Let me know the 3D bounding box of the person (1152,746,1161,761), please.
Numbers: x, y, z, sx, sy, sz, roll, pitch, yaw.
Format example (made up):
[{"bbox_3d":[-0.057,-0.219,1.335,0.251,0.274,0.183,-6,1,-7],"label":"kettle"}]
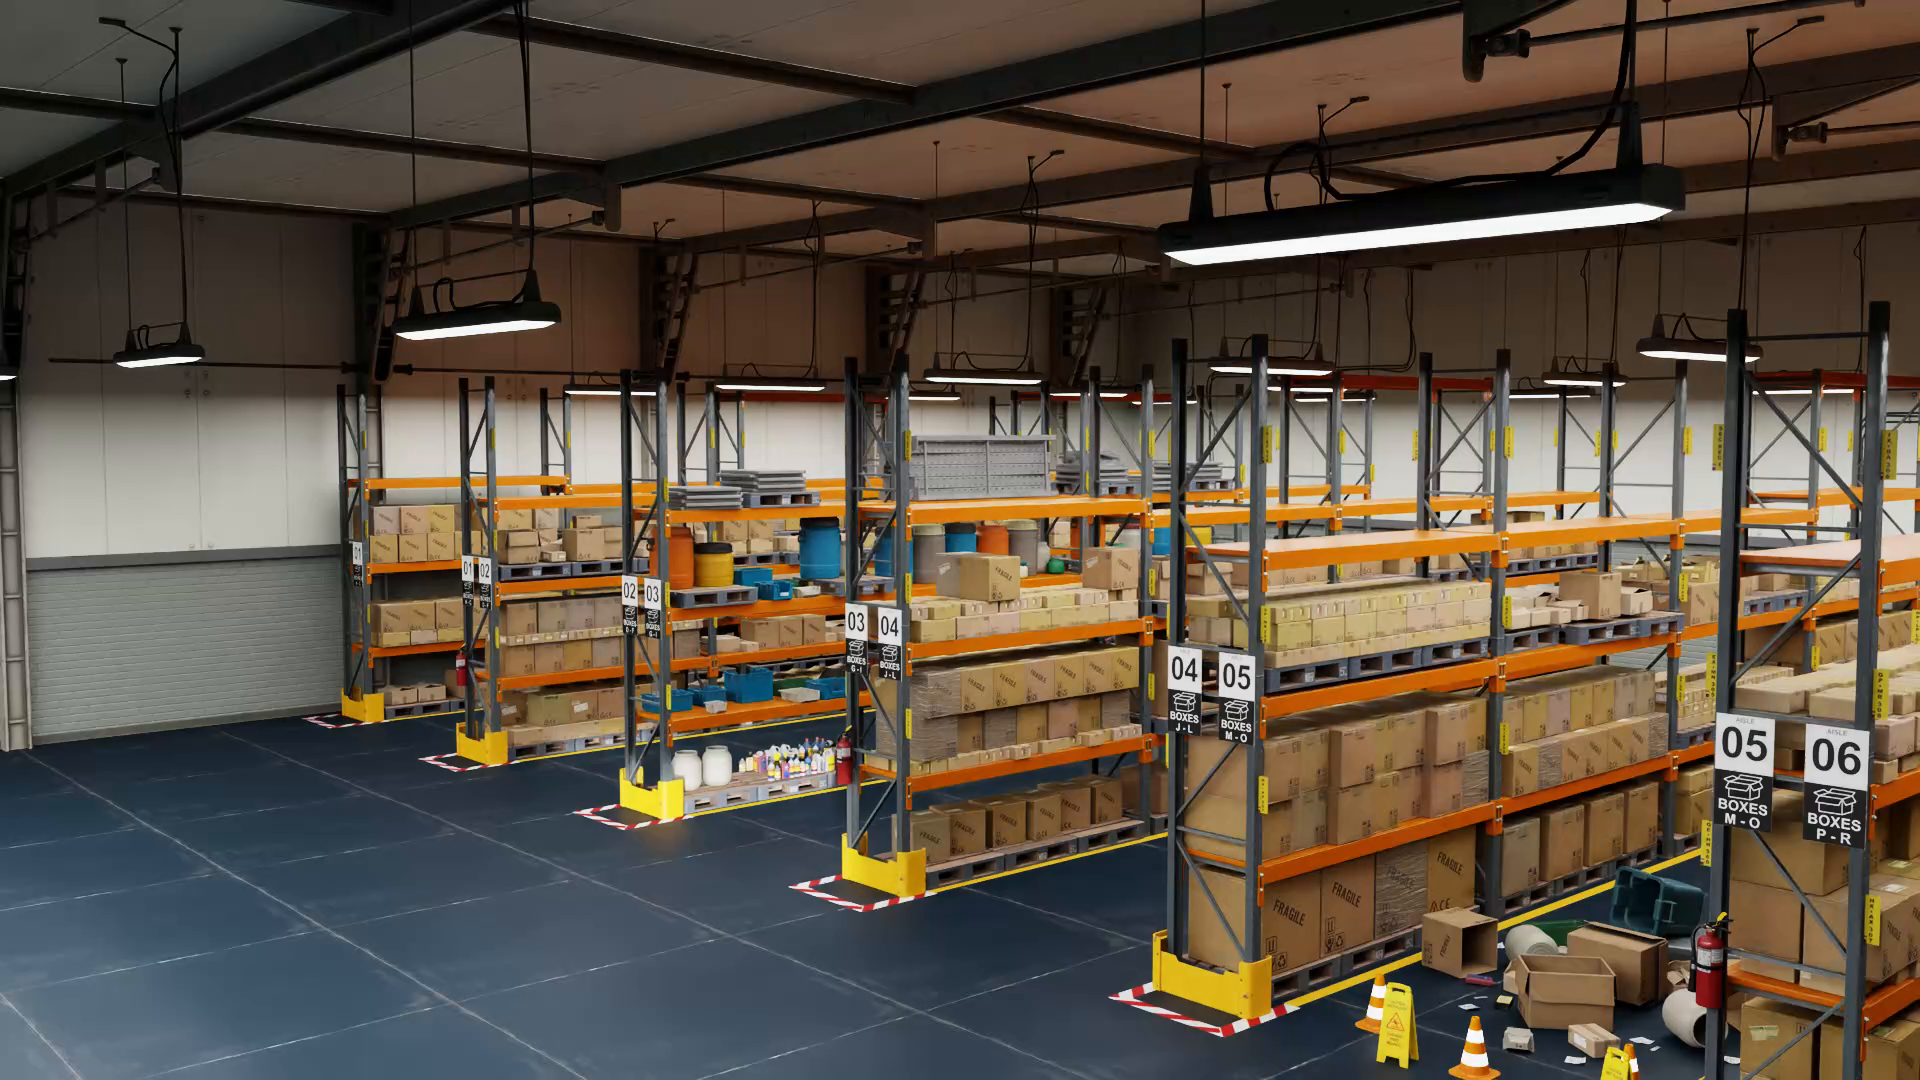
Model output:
[{"bbox_3d":[3.156,2.605,25.546,0.531,1.777,0.459,-1,4,-17],"label":"person"}]
